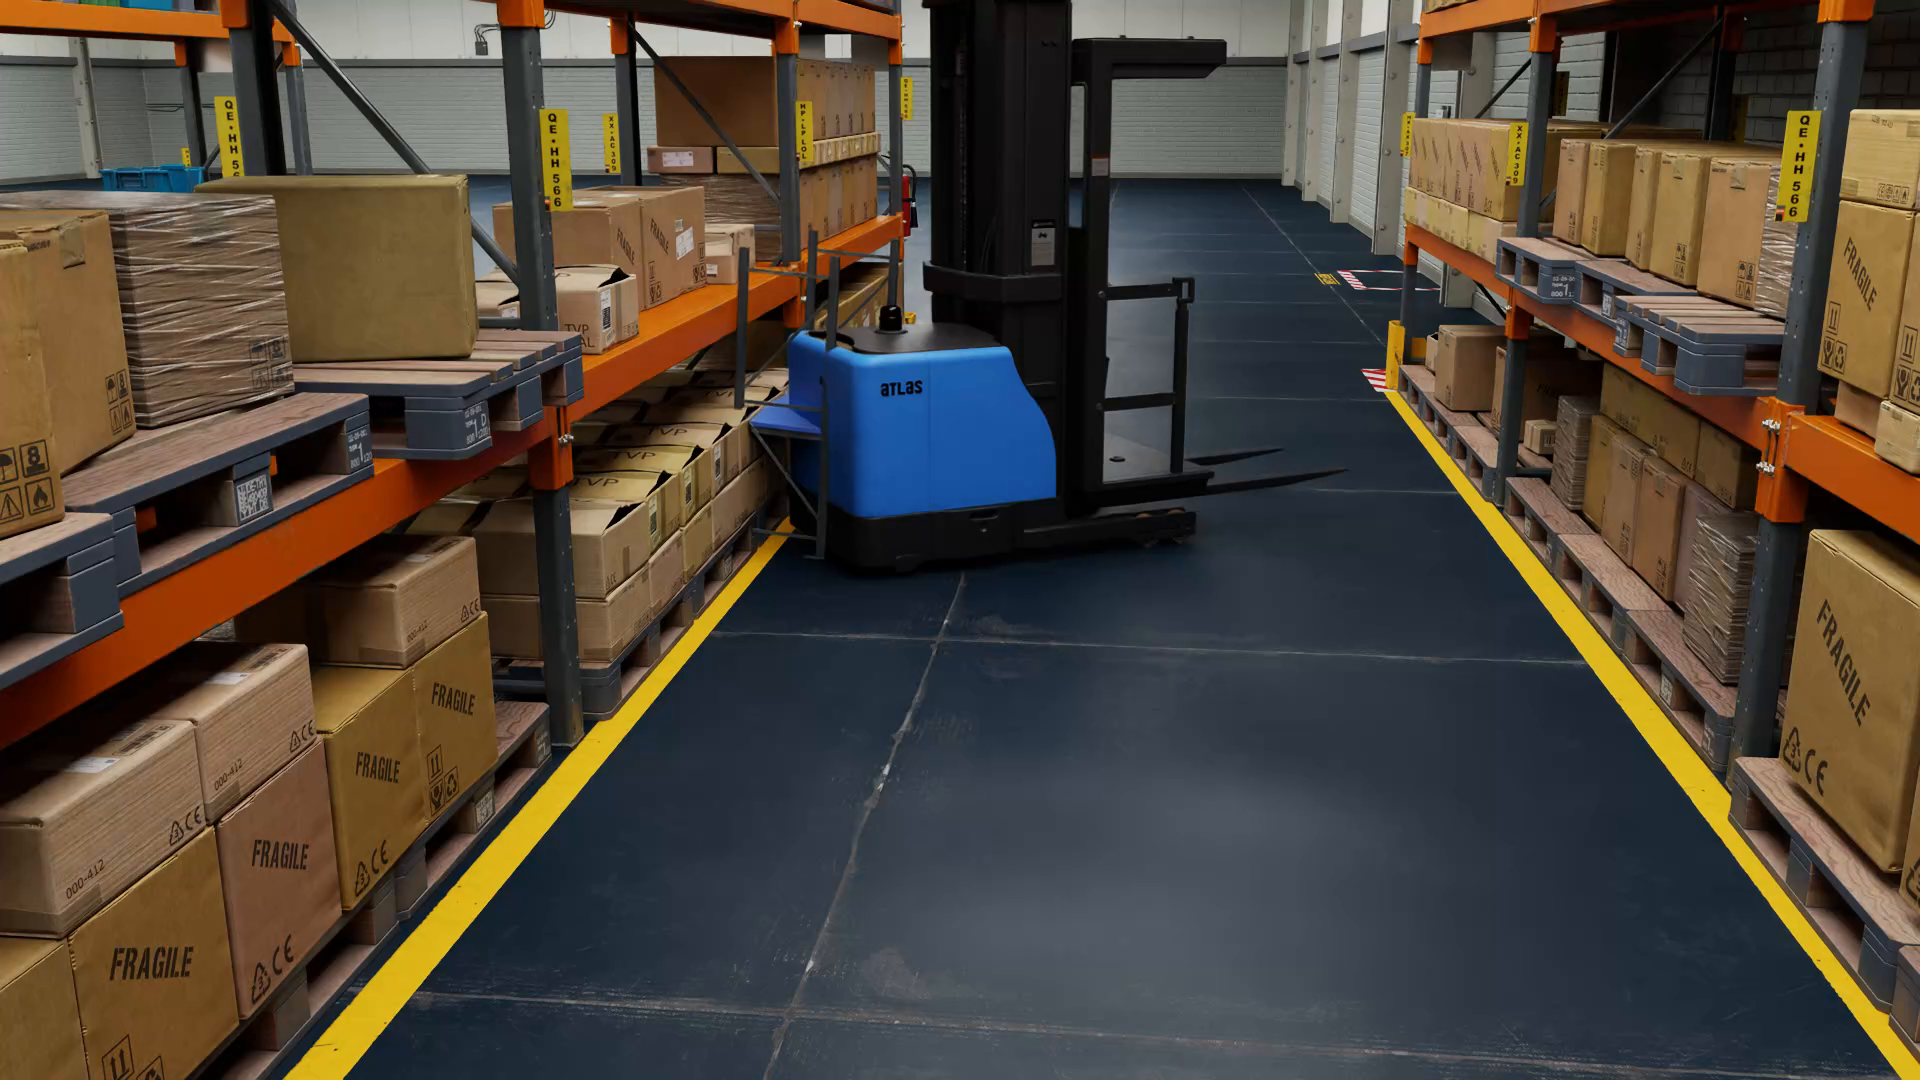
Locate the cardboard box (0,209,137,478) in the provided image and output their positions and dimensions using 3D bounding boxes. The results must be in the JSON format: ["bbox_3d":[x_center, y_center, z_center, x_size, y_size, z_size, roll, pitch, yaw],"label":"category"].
[{"bbox_3d":[-2.175,-0.406,3.420,0.700,0.500,0.500,-2,15,-8],"label":"cardboard box"}]

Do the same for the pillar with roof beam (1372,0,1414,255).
[{"bbox_3d":[1.820,-8.590,23.190,9.100,9.000,0.400,2,15,6],"label":"pillar with roof beam"}]

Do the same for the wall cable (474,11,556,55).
[{"bbox_3d":[-12.092,-16.143,44.606,2.305,6.003,0.169,2,15,6],"label":"wall cable"}]

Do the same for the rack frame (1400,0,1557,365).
[{"bbox_3d":[3.963,-2.662,12.760,1.000,3.000,0.127,2,15,6],"label":"rack frame"}]

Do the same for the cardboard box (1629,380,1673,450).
[{"bbox_3d":[3.344,-0.551,7.464,0.500,0.250,0.500,1,15,5],"label":"cardboard box"}]

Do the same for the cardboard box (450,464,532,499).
[{"bbox_3d":[-1.995,-0.156,6.882,0.500,0.311,0.500,1,15,5],"label":"cardboard box"}]

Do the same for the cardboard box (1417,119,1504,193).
[{"bbox_3d":[3.545,-2.718,11.781,0.500,0.500,0.500,2,15,6],"label":"cardboard box"}]

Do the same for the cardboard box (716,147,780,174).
[{"bbox_3d":[-1.188,-2.195,9.598,0.380,0.149,0.250,2,15,6],"label":"cardboard box"}]

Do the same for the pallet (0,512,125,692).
[{"bbox_3d":[-2.115,0.194,2.566,1.003,0.211,1.213,2,15,6],"label":"pallet"}]

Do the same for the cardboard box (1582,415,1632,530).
[{"bbox_3d":[3.437,-0.303,7.983,0.700,0.500,0.500,1,15,5],"label":"cardboard box"}]

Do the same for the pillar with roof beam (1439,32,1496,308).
[{"bbox_3d":[1.143,-7.034,17.435,9.100,9.000,0.400,2,15,6],"label":"pillar with roof beam"}]

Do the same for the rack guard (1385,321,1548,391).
[{"bbox_3d":[3.955,-1.436,13.013,1.175,0.500,0.348,2,15,6],"label":"rack guard"}]

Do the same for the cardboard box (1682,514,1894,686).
[{"bbox_3d":[3.090,0.219,6.052,0.700,0.500,0.500,2,15,7],"label":"cardboard box"}]

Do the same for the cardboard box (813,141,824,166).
[{"bbox_3d":[-1.074,-2.460,10.578,0.380,0.149,0.250,1,15,4],"label":"cardboard box"}]

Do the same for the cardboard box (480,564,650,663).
[{"bbox_3d":[-1.511,0.265,6.397,0.500,0.250,0.500,2,15,6],"label":"cardboard box"}]

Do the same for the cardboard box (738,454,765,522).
[{"bbox_3d":[-1.285,-0.265,8.358,0.500,0.250,0.500,2,15,8],"label":"cardboard box"}]

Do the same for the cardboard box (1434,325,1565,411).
[{"bbox_3d":[3.599,-1.154,11.130,0.700,0.500,0.500,1,15,3],"label":"cardboard box"}]

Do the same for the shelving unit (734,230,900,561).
[{"bbox_3d":[-0.740,-0.781,8.594,0.538,1.500,1.048,8,17,12],"label":"shelving unit"}]

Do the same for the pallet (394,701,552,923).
[{"bbox_3d":[-1.984,0.807,5.275,1.003,0.211,1.213,2,15,6],"label":"pallet"}]

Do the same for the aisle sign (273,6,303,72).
[{"bbox_3d":[-5.577,-4.219,13.537,0.394,0.787,0.004,2,15,6],"label":"aisle sign"}]

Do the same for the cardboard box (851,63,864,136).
[{"bbox_3d":[-1.084,-3.210,12.111,0.700,0.500,0.500,1,15,5],"label":"cardboard box"}]

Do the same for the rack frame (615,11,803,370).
[{"bbox_3d":[-1.411,-1.769,9.459,1.000,3.000,0.127,2,15,6],"label":"rack frame"}]

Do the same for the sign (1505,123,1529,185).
[{"bbox_3d":[2.972,-2.056,8.862,0.100,0.325,0.005,2,15,6],"label":"sign"}]

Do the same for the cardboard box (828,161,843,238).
[{"bbox_3d":[-1.196,-2.333,11.351,0.700,0.500,0.500,2,15,8],"label":"cardboard box"}]

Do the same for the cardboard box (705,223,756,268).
[{"bbox_3d":[-1.423,-1.568,9.002,0.500,0.250,0.500,3,15,10],"label":"cardboard box"}]

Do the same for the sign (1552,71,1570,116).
[{"bbox_3d":[4.513,-3.352,12.488,0.100,0.325,0.005,2,15,6],"label":"sign"}]

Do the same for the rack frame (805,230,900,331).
[{"bbox_3d":[-0.616,-0.910,9.070,0.500,1.500,0.032,8,17,12],"label":"rack frame"}]

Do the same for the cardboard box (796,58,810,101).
[{"bbox_3d":[-1.311,-2.690,10.188,0.700,0.500,0.500,2,15,6],"label":"cardboard box"}]

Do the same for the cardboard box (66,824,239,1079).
[{"bbox_3d":[-1.904,0.913,3.484,0.500,0.500,0.500,2,15,7],"label":"cardboard box"}]

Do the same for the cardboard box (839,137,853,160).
[{"bbox_3d":[-0.958,-2.728,11.569,0.380,0.149,0.250,2,15,8],"label":"cardboard box"}]

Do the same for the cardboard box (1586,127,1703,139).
[{"bbox_3d":[3.773,-2.040,9.271,0.500,0.500,0.500,1,15,5],"label":"cardboard box"}]

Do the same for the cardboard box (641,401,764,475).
[{"bbox_3d":[-1.282,-0.538,8.292,0.500,0.311,0.500,2,15,6],"label":"cardboard box"}]

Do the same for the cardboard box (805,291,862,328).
[{"bbox_3d":[-0.934,-1.377,11.035,0.500,0.500,0.500,2,15,6],"label":"cardboard box"}]

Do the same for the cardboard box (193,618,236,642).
[{"bbox_3d":[-2.251,0.508,4.983,0.500,0.500,0.500,1,15,4],"label":"cardboard box"}]

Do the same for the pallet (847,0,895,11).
[{"bbox_3d":[-1.065,-4.030,12.241,1.003,0.211,1.213,2,15,6],"label":"pallet"}]

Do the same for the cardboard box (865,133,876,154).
[{"bbox_3d":[-0.841,-2.996,12.560,0.380,0.149,0.250,2,15,8],"label":"cardboard box"}]

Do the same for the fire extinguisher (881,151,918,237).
[{"bbox_3d":[-0.484,-2.787,13.369,0.296,0.674,0.183,2,15,6],"label":"fire extinguisher"}]

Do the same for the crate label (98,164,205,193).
[{"bbox_3d":[-5.819,-2.486,12.040,0.502,0.435,0.616,2,15,6],"label":"crate label"}]

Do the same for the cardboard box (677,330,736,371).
[{"bbox_3d":[-1.507,-1.263,10.613,0.500,0.500,0.500,2,15,6],"label":"cardboard box"}]

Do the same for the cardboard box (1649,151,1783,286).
[{"bbox_3d":[3.222,-1.294,6.666,0.700,0.500,0.500,2,15,6],"label":"cardboard box"}]

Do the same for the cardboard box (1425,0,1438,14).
[{"bbox_3d":[3.677,-4.089,12.059,0.500,0.500,0.500,2,15,8],"label":"cardboard box"}]

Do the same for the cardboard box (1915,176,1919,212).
[{"bbox_3d":[2.693,-0.901,4.011,0.500,0.250,0.500,1,15,5],"label":"cardboard box"}]

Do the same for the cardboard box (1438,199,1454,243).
[{"bbox_3d":[3.426,-2.084,10.871,0.500,0.250,0.500,2,15,7],"label":"cardboard box"}]

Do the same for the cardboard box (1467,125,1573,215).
[{"bbox_3d":[3.309,-2.185,9.809,0.500,0.500,0.500,2,15,6],"label":"cardboard box"}]

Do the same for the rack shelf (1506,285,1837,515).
[{"bbox_3d":[3.286,-0.759,7.099,1.077,0.370,4.000,2,15,6],"label":"rack shelf"}]

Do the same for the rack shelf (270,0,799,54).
[{"bbox_3d":[-1.636,-2.351,7.243,1.077,0.370,4.000,2,15,6],"label":"rack shelf"}]

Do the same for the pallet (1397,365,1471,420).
[{"bbox_3d":[3.828,-1.087,12.276,1.003,0.211,1.213,2,15,6],"label":"pallet"}]

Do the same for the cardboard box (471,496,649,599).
[{"bbox_3d":[-1.511,-0.005,6.324,0.500,0.311,0.500,2,15,8],"label":"cardboard box"}]

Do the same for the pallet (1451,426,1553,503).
[{"bbox_3d":[3.553,-0.454,9.935,1.003,0.211,1.213,2,15,6],"label":"pallet"}]

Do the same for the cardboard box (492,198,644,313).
[{"bbox_3d":[-1.689,-1.216,7.221,0.500,0.500,0.500,1,15,3],"label":"cardboard box"}]

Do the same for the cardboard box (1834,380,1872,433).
[{"bbox_3d":[2.793,-0.397,4.826,0.380,0.149,0.250,1,15,5],"label":"cardboard box"}]

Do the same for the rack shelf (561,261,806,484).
[{"bbox_3d":[-1.636,-0.903,7.635,1.077,0.370,4.000,2,15,6],"label":"rack shelf"}]

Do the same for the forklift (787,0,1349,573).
[{"bbox_3d":[0.662,-1.501,8.597,3.031,2.935,1.130,-7,17,-25],"label":"forklift"}]

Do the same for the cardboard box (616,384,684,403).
[{"bbox_3d":[-1.766,-0.686,8.841,0.500,0.311,0.500,2,15,6],"label":"cardboard box"}]
